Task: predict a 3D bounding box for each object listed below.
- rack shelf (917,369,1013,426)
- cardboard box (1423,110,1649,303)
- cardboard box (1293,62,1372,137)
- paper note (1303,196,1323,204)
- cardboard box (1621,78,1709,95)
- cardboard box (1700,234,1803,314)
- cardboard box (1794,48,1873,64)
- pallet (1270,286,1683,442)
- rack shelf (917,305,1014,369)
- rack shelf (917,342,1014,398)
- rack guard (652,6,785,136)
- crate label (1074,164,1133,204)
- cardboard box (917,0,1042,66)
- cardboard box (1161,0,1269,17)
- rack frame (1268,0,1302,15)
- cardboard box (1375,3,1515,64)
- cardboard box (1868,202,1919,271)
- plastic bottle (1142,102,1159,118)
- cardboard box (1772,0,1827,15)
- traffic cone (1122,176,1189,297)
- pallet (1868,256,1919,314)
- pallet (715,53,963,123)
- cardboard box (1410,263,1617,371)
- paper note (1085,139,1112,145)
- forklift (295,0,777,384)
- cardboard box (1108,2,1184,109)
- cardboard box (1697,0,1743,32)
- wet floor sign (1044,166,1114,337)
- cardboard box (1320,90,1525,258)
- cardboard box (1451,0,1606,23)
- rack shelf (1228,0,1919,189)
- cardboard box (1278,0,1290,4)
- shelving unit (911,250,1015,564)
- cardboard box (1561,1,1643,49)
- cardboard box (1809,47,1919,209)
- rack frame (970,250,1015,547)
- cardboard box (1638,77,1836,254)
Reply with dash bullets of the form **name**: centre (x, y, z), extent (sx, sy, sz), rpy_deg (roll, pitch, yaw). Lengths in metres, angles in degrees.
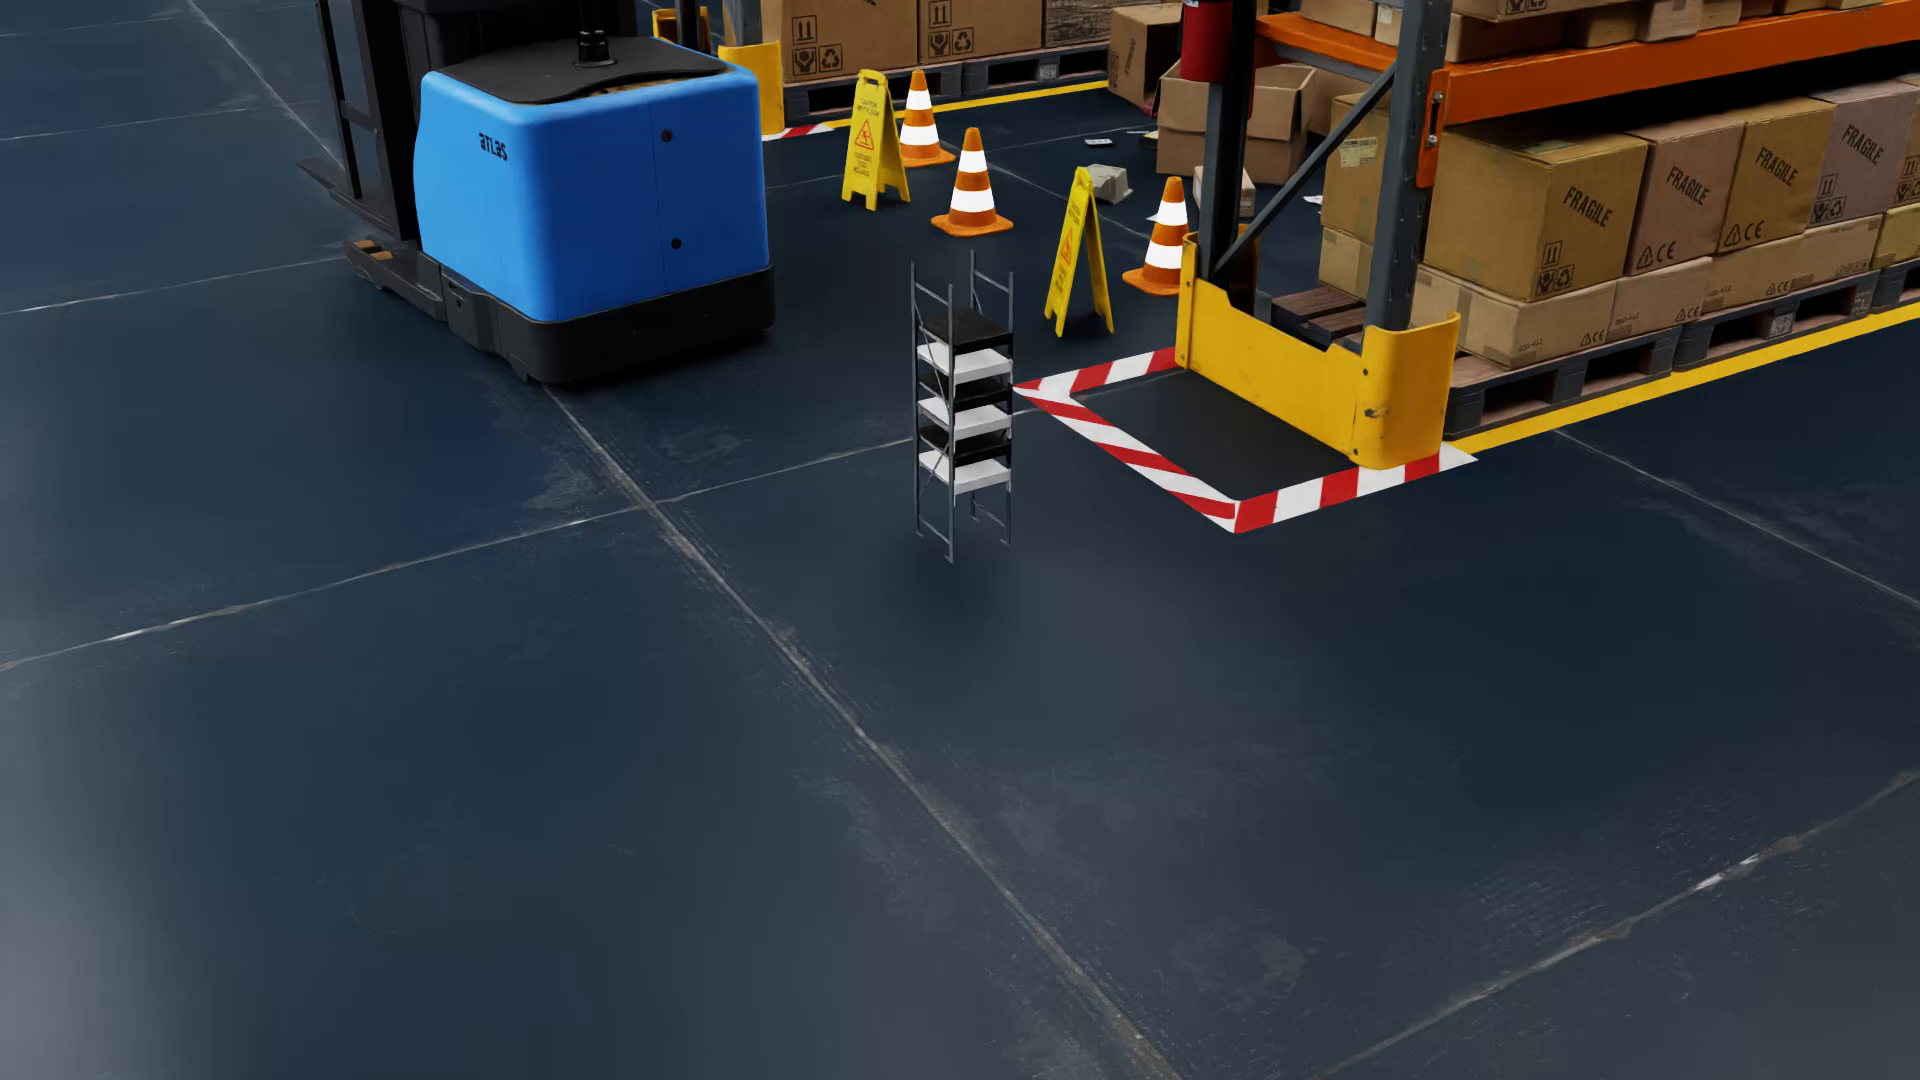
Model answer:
- **rack shelf**: centre (0.007, -0.446, 5.009), extent (0.200, 0.077, 0.258), rpy_deg (-16, 33, -26)
- **cardboard box**: centre (2.052, -1.204, 5.963), extent (0.500, 0.500, 0.500), rpy_deg (-17, 33, -28)
- **cardboard box**: centre (2.230, -2.491, 9.102), extent (0.503, 0.637, 0.797), rpy_deg (-16, 33, -26)
- **paper note**: centre (1.811, -1.709, 8.326), extent (0.142, 0.019, 0.148), rpy_deg (-5, 29, -9)
- **cardboard box**: centre (2.642, -1.670, 6.807), extent (0.500, 0.500, 0.500), rpy_deg (-17, 33, -27)
- **cardboard box**: centre (2.940, -1.130, 6.605), extent (0.500, 0.250, 0.500), rpy_deg (-14, 32, -23)
- **cardboard box**: centre (3.544, -1.927, 7.273), extent (0.500, 0.500, 0.500), rpy_deg (-14, 32, -24)
- **pallet**: centre (1.980, -0.789, 6.462), extent (1.213, 0.211, 1.003), rpy_deg (-16, 33, -26)
- **rack shelf**: centre (0.007, -0.603, 4.922), extent (0.200, 0.077, 0.258), rpy_deg (-16, 33, -26)
- **rack shelf**: centre (0.007, -0.524, 4.965), extent (0.200, 0.077, 0.258), rpy_deg (-16, 33, -26)
- **rack guard**: centre (-1.419, -2.745, 9.706), extent (0.348, 0.500, 1.175), rpy_deg (-16, 33, -26)
- **crate label**: centre (0.704, -1.794, 8.360), extent (0.250, 0.136, 0.298), rpy_deg (15, 32, 26)
- **cardboard box**: centre (-0.090, -3.508, 10.267), extent (0.875, 0.875, 0.875), rpy_deg (-16, 33, -27)
- **cardboard box**: centre (1.472, -3.953, 11.073), extent (0.875, 0.875, 0.875), rpy_deg (-15, 32, -26)
- **rack frame**: centre (2.050, -4.824, 10.887), extent (0.127, 3.000, 1.000), rpy_deg (-16, 33, -26)
- **cardboard box**: centre (1.594, -1.694, 5.476), extent (0.250, 0.149, 0.380), rpy_deg (-16, 33, -26)
- **cardboard box**: centre (3.817, -1.375, 7.049), extent (0.500, 0.250, 0.500), rpy_deg (-17, 33, -28)
- **plastic bottle**: centre (1.219, -2.504, 9.724), extent (0.283, 0.061, 0.133), rpy_deg (22, 36, 34)
- **cardboard box**: centre (2.962, -2.056, 6.130), extent (0.250, 0.149, 0.380), rpy_deg (-17, 33, -28)
- **traffic cone**: centre (0.914, -1.340, 7.198), extent (0.334, 0.463, 0.336), rpy_deg (-16, 33, -26)
- **pallet**: centre (4.084, -1.387, 7.544), extent (1.213, 0.211, 1.003), rpy_deg (-16, 33, -26)
- **pallet**: centre (-0.749, -2.852, 10.200), extent (1.213, 0.211, 1.003), rpy_deg (-16, 33, -26)
- **cardboard box**: centre (2.032, -0.870, 6.133), extent (0.500, 0.250, 0.500), rpy_deg (-16, 33, -27)
- **paper note**: centre (0.778, -2.211, 9.226), extent (0.142, 0.017, 0.144), rpy_deg (-5, 29, -9)
- **forklift**: centre (-2.060, -2.503, 6.752), extent (1.130, 2.935, 3.031), rpy_deg (-22, 35, -34)
- **cardboard box**: centre (1.232, -2.923, 10.027), extent (0.500, 0.500, 0.500), rpy_deg (-10, 30, -18)
- **cardboard box**: centre (2.522, -1.914, 5.873), extent (0.250, 0.149, 0.380), rpy_deg (-15, 32, -25)
- **wet floor sign**: centre (0.490, -1.176, 6.713), extent (0.232, 0.644, 0.267), rpy_deg (-5, 29, -9)
- **cardboard box**: centre (1.755, -1.421, 6.355), extent (0.500, 0.500, 0.500), rpy_deg (-16, 33, -26)
- **cardboard box**: centre (1.745, -1.982, 5.326), extent (0.500, 0.500, 0.500), rpy_deg (-16, 33, -27)
- **rack shelf**: centre (2.921, -1.982, 6.482), extent (4.000, 0.370, 1.077), rpy_deg (-16, 33, -26)
- **cardboard box**: centre (2.540, -4.212, 11.672), extent (0.750, 0.750, 1.050), rpy_deg (-16, 33, -27)
- **shelving unit**: centre (0.007, -0.396, 5.036), extent (0.210, 0.900, 0.258), rpy_deg (-16, 33, -26)
- **cardboard box**: centre (2.074, -1.793, 5.655), extent (0.250, 0.149, 0.380), rpy_deg (-17, 33, -28)
- **cardboard box**: centre (3.833, -1.713, 6.885), extent (0.500, 0.500, 0.500), rpy_deg (-15, 32, -25)
- **rack frame**: centre (0.095, -0.421, 5.081), extent (0.006, 0.900, 0.240), rpy_deg (-16, 33, -26)
- **cardboard box**: centre (2.937, -1.453, 6.414), extent (0.500, 0.500, 0.500), rpy_deg (-15, 32, -25)
